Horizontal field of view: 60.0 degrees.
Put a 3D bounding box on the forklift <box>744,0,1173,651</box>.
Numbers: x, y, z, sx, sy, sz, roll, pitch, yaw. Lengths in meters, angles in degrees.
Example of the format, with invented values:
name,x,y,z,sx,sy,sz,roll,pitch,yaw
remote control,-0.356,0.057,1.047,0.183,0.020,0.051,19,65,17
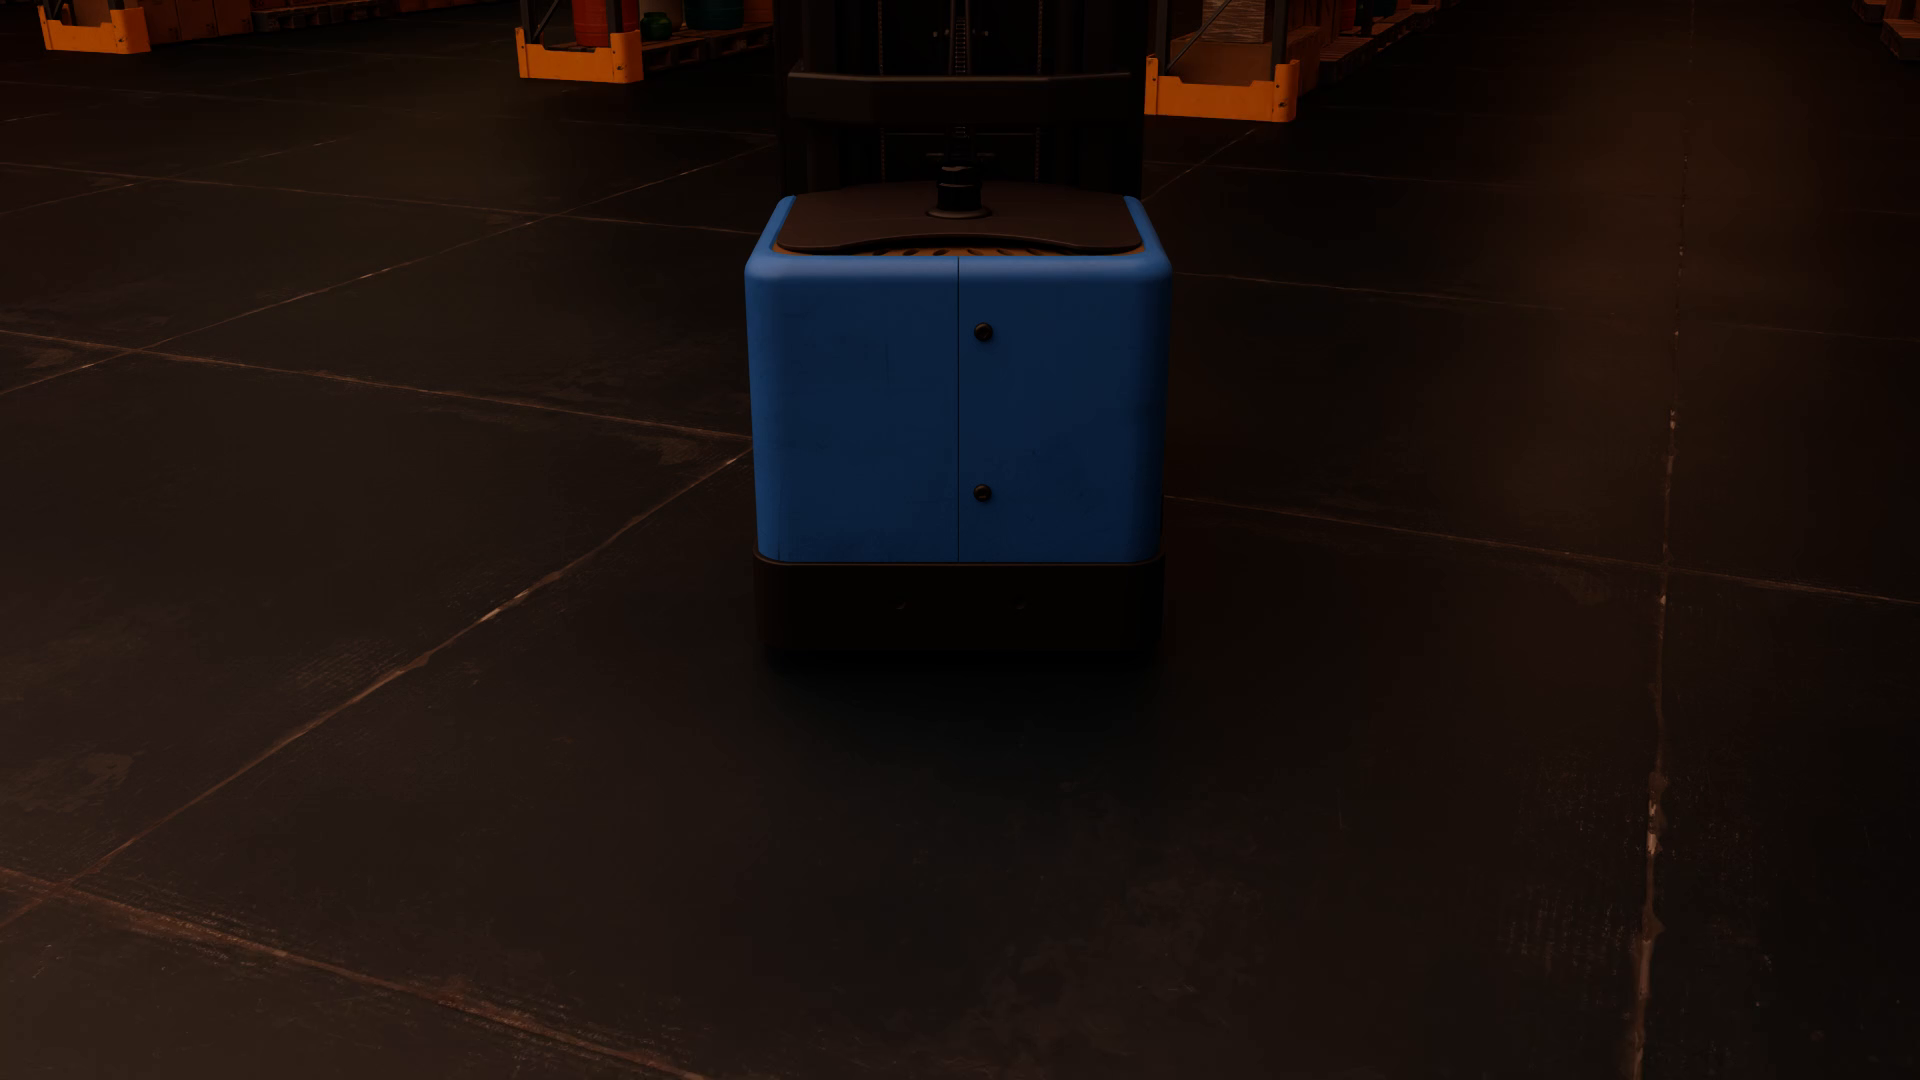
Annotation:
name,x,y,z,sx,sy,sz,roll,pitch,yaw
forklift,0.002,-1.587,5.089,1.130,2.935,3.031,0,23,0
